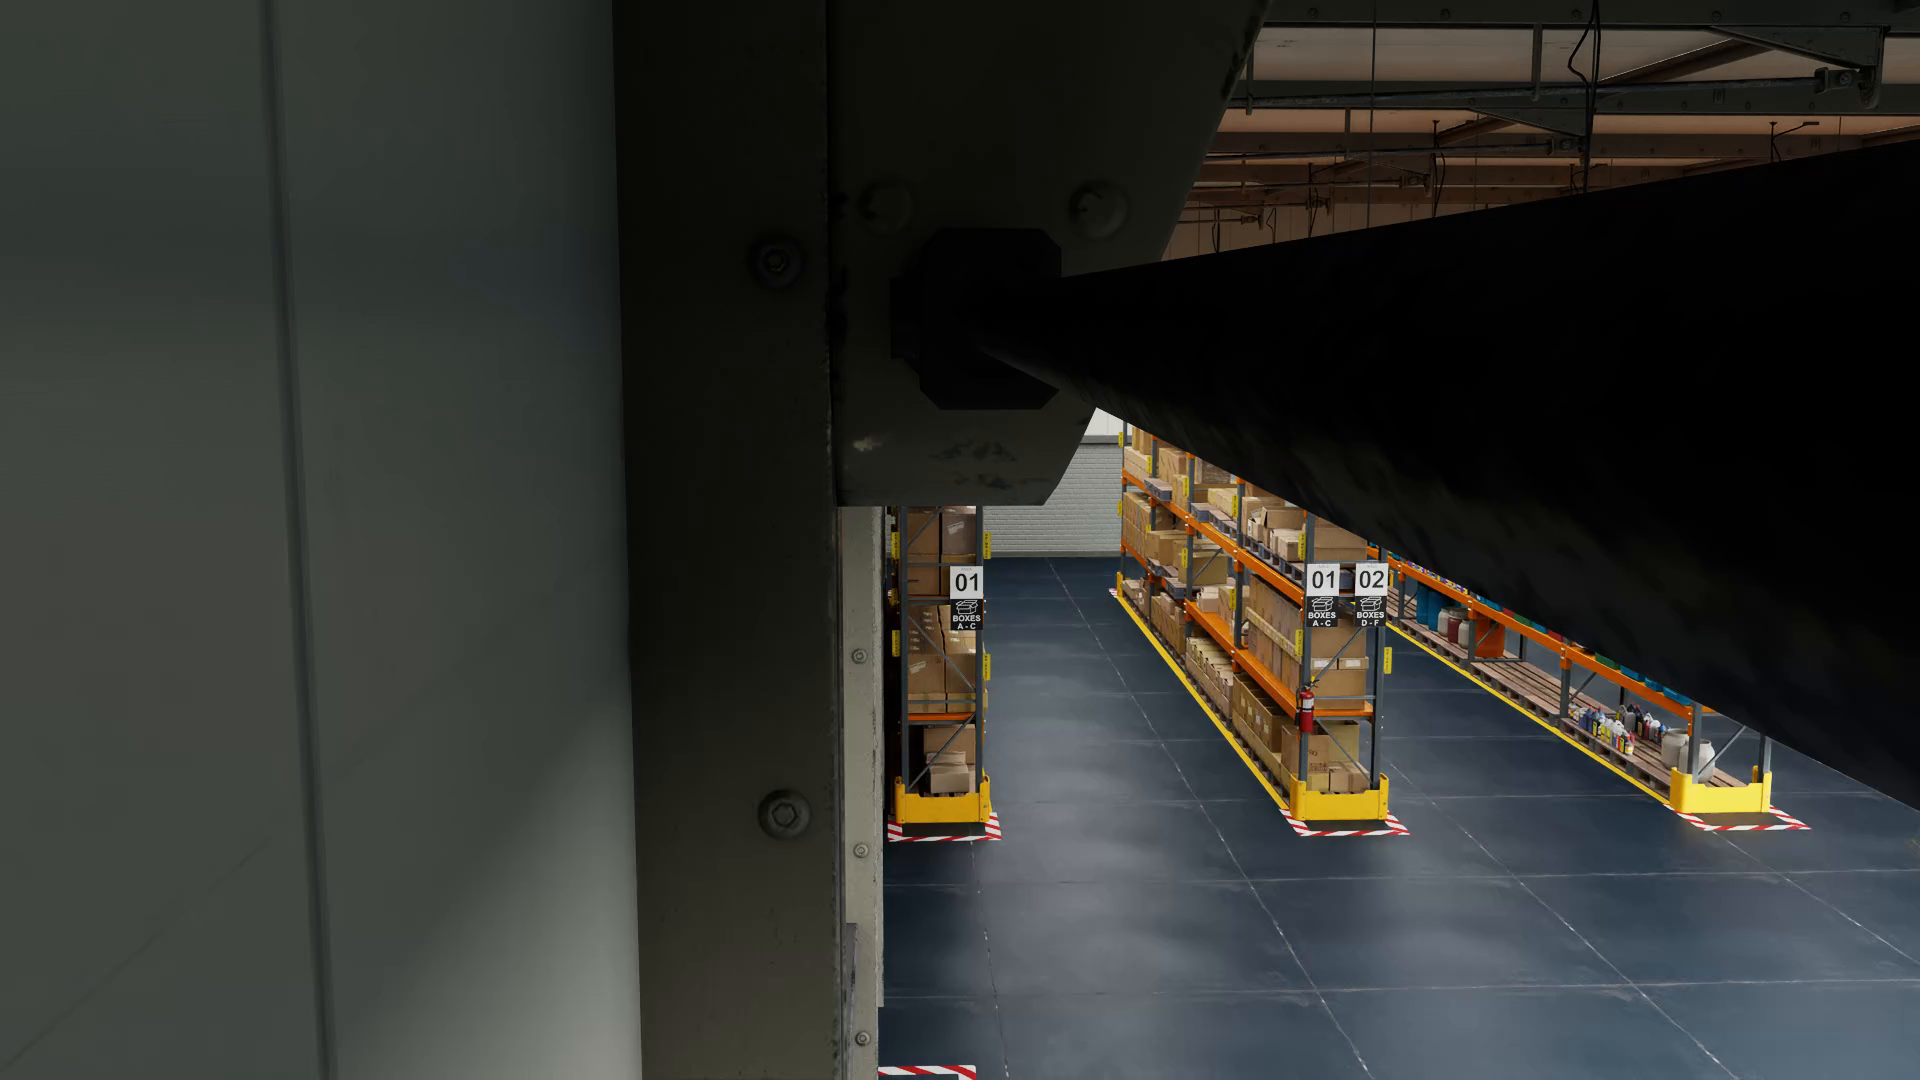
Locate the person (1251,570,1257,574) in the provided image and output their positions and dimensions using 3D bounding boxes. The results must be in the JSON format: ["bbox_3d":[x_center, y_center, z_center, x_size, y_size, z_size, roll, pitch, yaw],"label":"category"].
[{"bbox_3d":[6.183,0.723,33.983,0.476,1.765,0.903,-2,8,-15],"label":"person"}]

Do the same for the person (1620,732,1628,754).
[{"bbox_3d":[12.940,2.691,20.491,8.936,1.557,1.733,7,11,41],"label":"person"}]
